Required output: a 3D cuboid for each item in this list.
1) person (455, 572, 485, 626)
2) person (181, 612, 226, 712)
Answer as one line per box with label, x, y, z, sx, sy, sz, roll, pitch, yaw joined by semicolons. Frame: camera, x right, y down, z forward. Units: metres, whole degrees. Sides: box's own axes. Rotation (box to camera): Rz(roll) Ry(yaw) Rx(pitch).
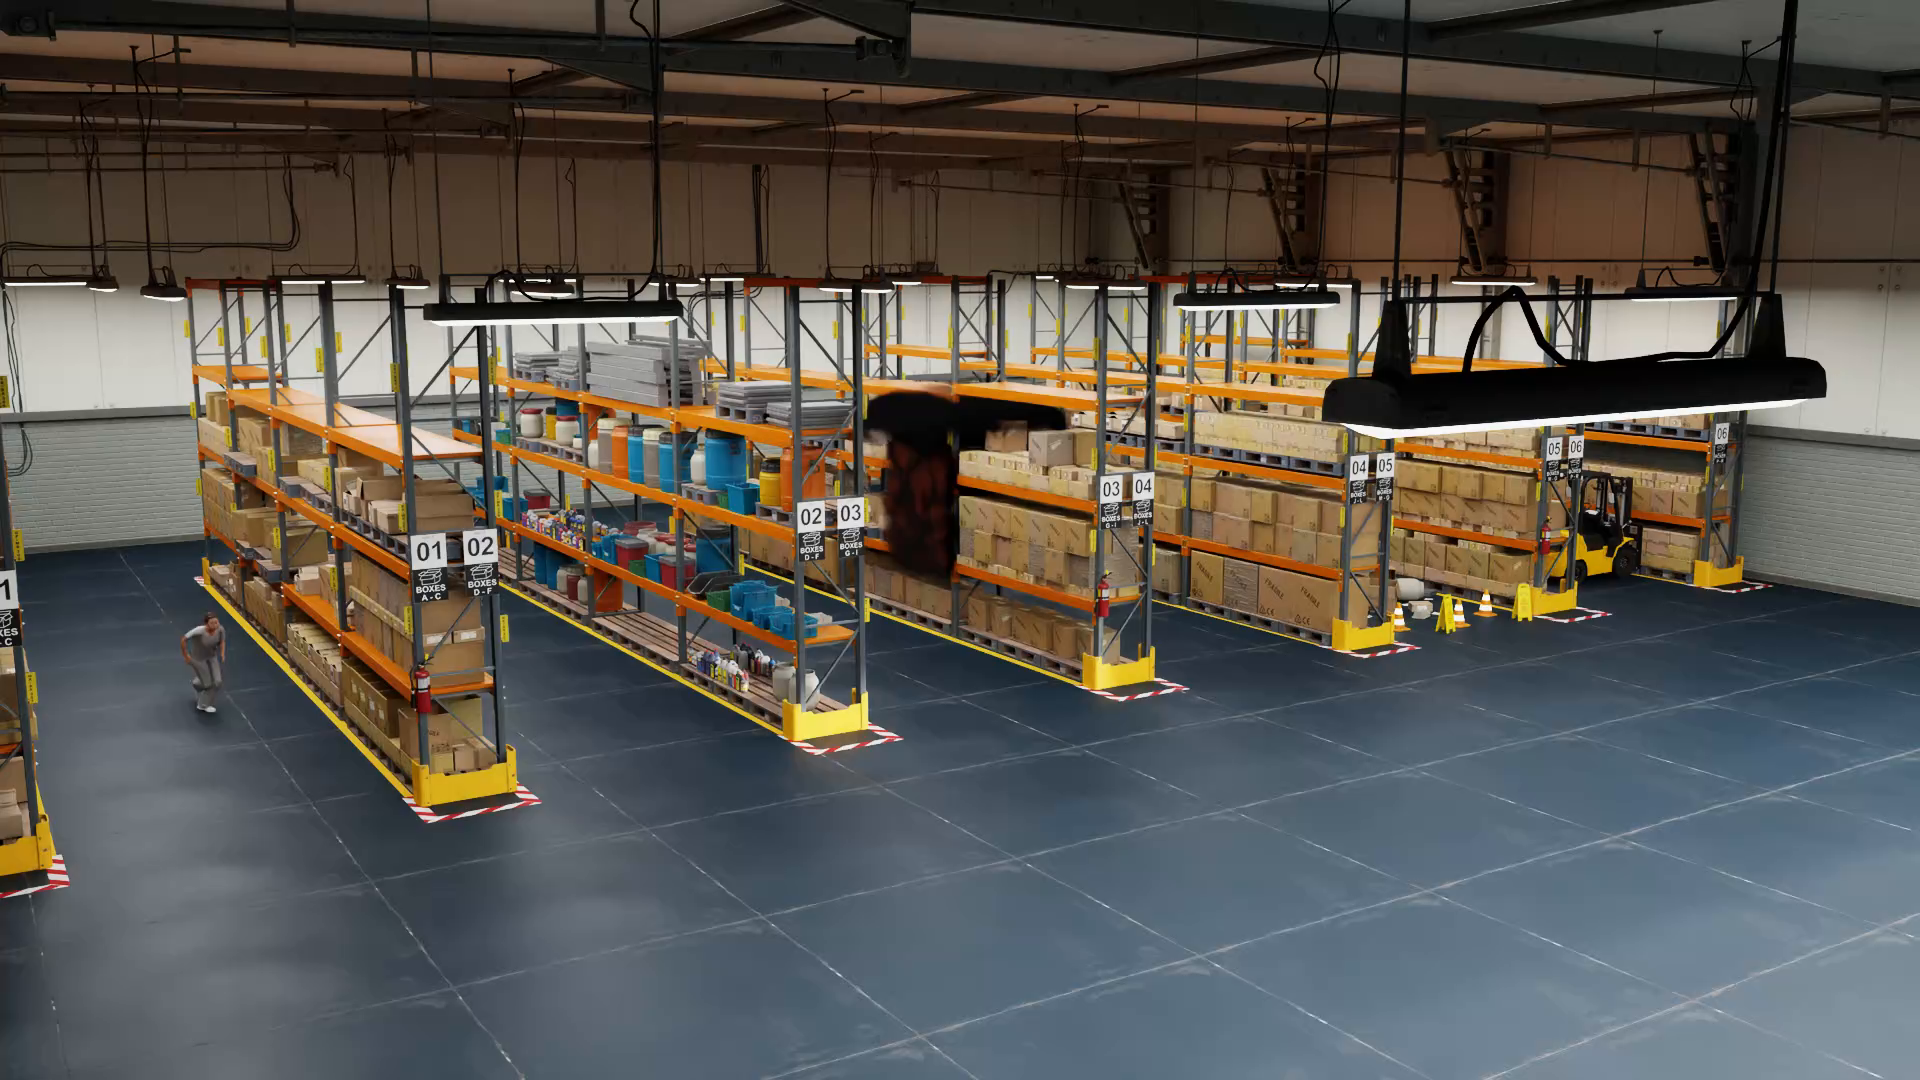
person;-7.738;1.133;25.992;0.688;1.812;0.912;-6;12;-34
person;-10.678;1.712;23.445;0.826;1.494;0.581;9;13;42
